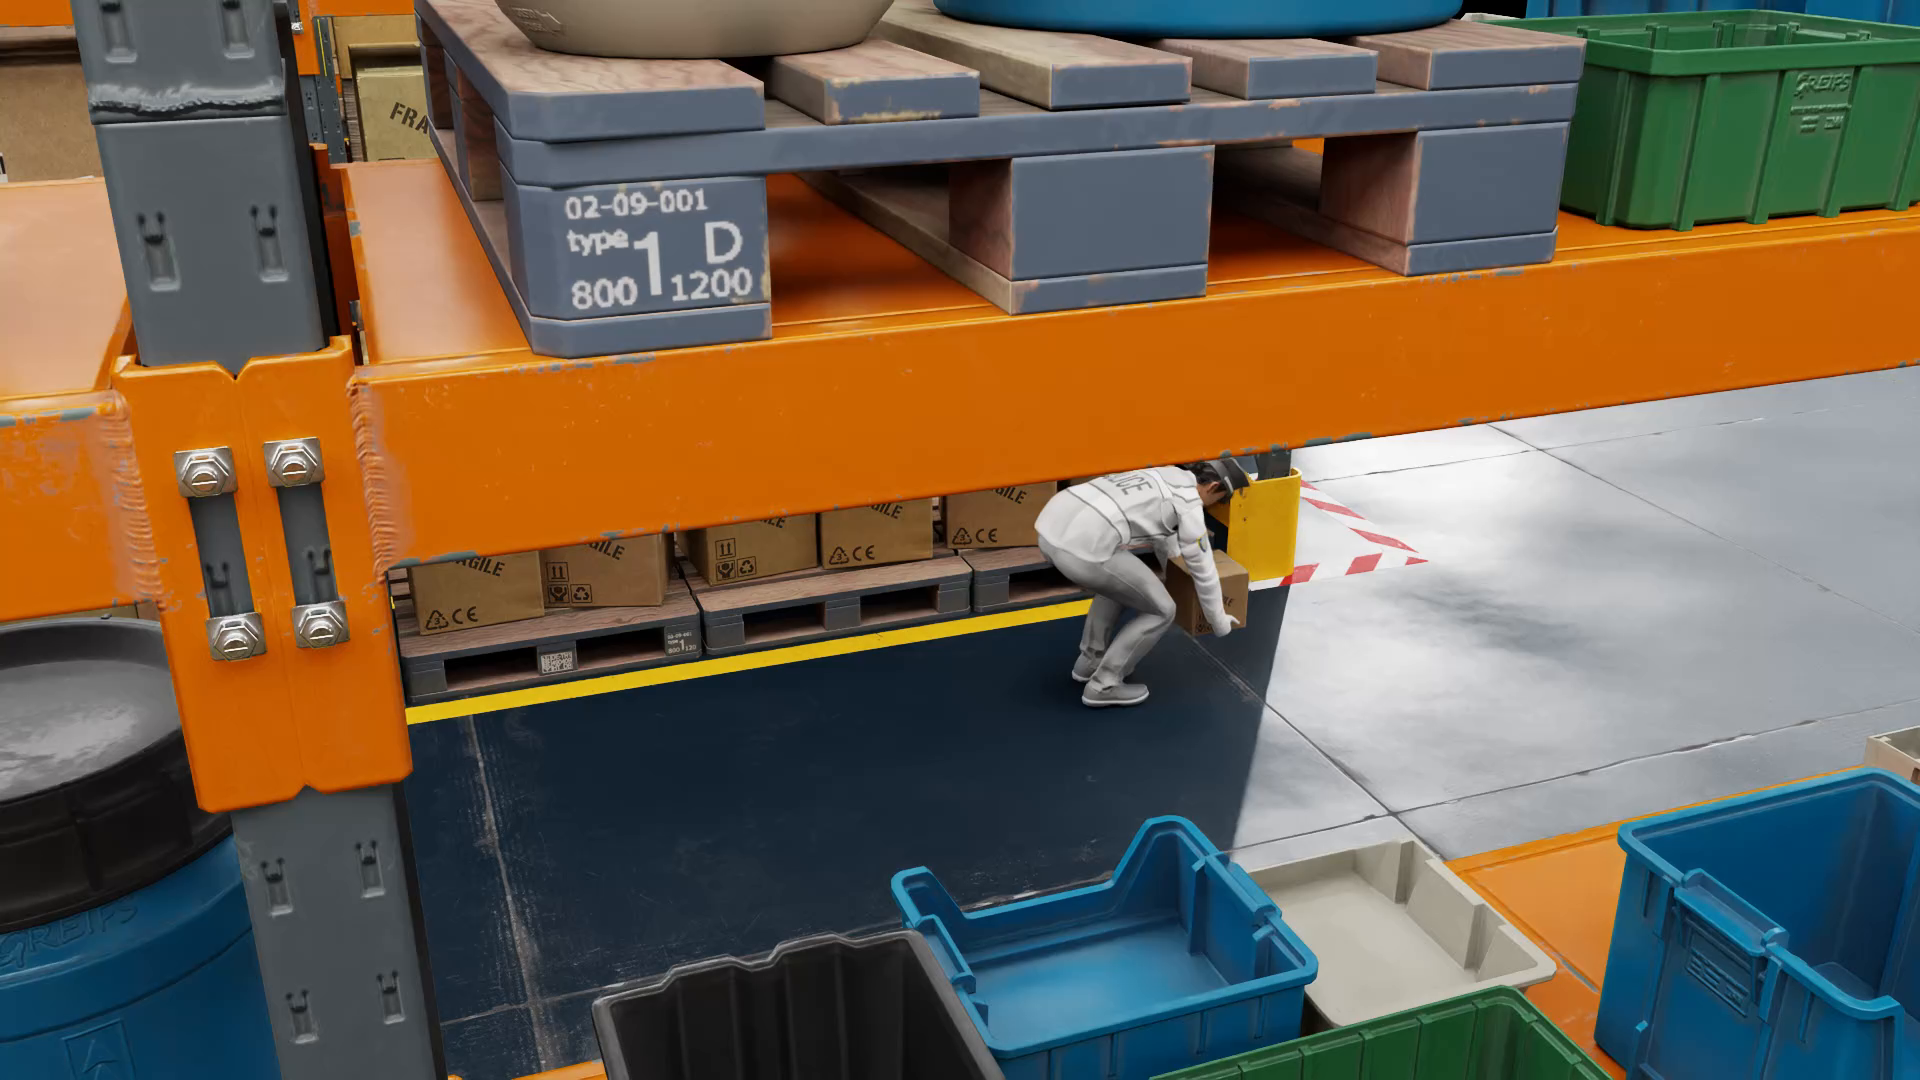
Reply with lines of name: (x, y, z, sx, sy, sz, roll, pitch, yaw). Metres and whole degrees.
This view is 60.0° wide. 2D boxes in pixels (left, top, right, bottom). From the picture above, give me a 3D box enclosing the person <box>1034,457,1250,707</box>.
person: (0.741, 0.124, 6.663, 0.918, 0.999, 0.452, -10, 25, -22)
